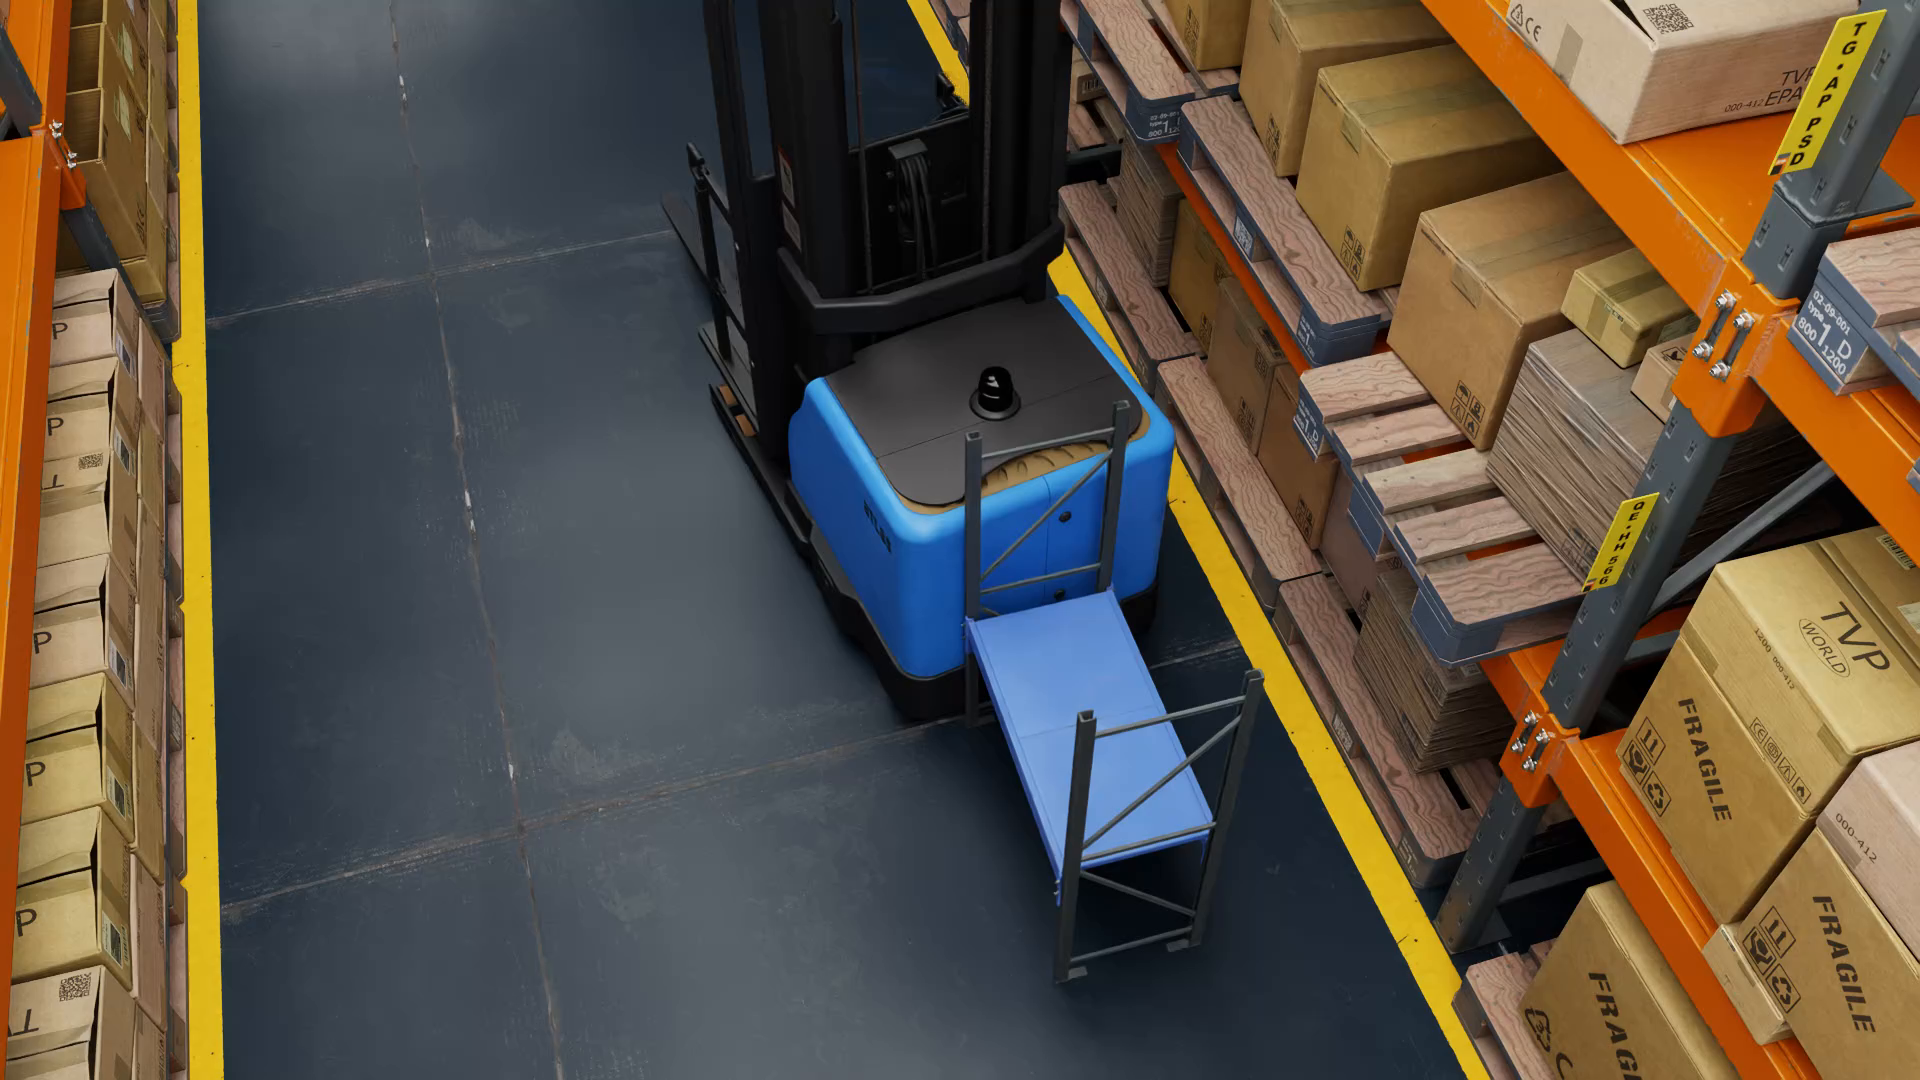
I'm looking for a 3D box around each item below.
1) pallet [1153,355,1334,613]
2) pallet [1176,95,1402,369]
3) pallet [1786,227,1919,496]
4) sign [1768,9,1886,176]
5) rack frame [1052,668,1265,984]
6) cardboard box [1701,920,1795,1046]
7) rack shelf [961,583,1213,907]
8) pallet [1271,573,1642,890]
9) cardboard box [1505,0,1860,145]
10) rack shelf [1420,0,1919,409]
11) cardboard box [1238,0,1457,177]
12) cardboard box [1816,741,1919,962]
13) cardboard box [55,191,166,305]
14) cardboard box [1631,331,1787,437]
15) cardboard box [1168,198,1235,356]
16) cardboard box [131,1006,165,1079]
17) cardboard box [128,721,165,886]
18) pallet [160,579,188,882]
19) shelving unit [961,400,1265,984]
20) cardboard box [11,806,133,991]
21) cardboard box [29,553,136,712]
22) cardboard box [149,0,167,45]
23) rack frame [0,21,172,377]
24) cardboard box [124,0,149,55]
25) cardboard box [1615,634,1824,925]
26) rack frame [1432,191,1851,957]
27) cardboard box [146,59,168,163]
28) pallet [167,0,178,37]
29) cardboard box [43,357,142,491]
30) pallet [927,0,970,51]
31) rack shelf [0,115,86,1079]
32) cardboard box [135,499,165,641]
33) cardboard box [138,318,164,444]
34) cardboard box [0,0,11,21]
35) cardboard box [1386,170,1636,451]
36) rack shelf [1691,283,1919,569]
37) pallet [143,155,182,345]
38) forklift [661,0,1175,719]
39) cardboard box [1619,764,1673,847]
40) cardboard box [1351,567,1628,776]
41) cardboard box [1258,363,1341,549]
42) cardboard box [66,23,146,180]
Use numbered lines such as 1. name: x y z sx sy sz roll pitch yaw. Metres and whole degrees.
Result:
1. pallet: 1.464 -0.335 6.684 1.003 0.211 1.213 -13 51 -11
2. pallet: 1.426 -1.148 5.671 1.003 0.211 1.213 -13 51 -11
3. pallet: 2.292 -0.221 2.926 1.213 0.211 1.003 -11 51 -9
4. sign: 1.532 -0.785 2.940 0.100 0.325 0.005 -13 51 -11
5. rack frame: 0.542 0.878 4.818 0.500 1.500 0.032 -12 51 -10
6. cardboard box: 1.991 0.994 3.891 0.380 0.149 0.250 -12 51 -10
7. rack shelf: 0.400 0.621 5.271 0.538 0.185 1.000 -12 51 -10
8. pallet: 1.821 0.555 5.934 1.003 0.211 1.213 -13 51 -11
9. cardboard box: 1.580 -1.182 3.658 0.500 0.311 0.500 -13 51 -11
10. rack shelf: 1.459 -1.969 4.746 1.077 0.370 4.000 -13 51 -11
11. cardboard box: 1.369 -1.606 5.578 0.700 0.500 0.500 -7 50 -6
12. cardboard box: 2.098 0.633 3.281 0.500 0.250 0.500 -14 51 -11
13. cardboard box: -3.711 -1.228 7.137 0.500 0.250 0.500 -13 51 -11
14. cardboard box: 1.920 -0.401 4.139 0.380 0.149 0.250 -19 53 -16
15. cardboard box: 1.302 -1.131 6.878 0.700 0.500 0.500 -14 51 -12
16. cardboard box: -2.555 1.652 4.709 0.500 0.250 0.500 -13 51 -11
17. cardboard box: -2.864 0.906 5.337 0.500 0.250 0.500 -15 51 -12
18. pallet: -3.244 0.749 5.770 1.003 0.211 1.213 -13 51 -11
19. shelving unit: 0.400 0.505 5.133 0.538 1.500 1.048 -12 51 -10
20. cardboard box: -2.718 1.089 4.817 0.500 0.311 0.500 -14 51 -12
21. cardboard box: -3.019 0.341 5.447 0.500 0.311 0.500 -14 51 -11
22. cardboard box: -4.297 -2.690 8.369 0.500 0.250 0.500 -13 51 -11
23. rack frame: -3.863 -1.572 5.903 1.000 3.000 0.127 -13 51 -11
24. cardboard box: -4.147 -2.567 7.775 0.500 0.500 0.500 -13 51 -11
25. cardboard box: 1.950 0.505 3.879 0.500 0.500 0.500 -12 51 -10
26. rack frame: 2.051 0.227 4.386 1.000 3.000 0.127 -13 51 -11
27. cardboard box: -3.997 -1.961 7.755 0.500 0.250 0.500 -13 51 -11
28. pallet: -4.780 -3.045 8.969 1.003 0.211 1.213 -13 51 -11
29. cardboard box: -3.310 -0.392 6.065 0.500 0.311 0.500 -12 51 -10
30. pallet: 0.271 -3.171 9.075 1.003 0.211 1.213 -13 51 -11
31. rack shelf: -3.272 0.121 4.946 1.077 0.370 4.000 -13 51 -11
32. cardboard box: -3.164 0.160 5.967 0.500 0.250 0.500 -12 51 -10
33. cardboard box: -3.464 -0.584 6.593 0.500 0.250 0.500 -14 51 -11
34. cardboard box: -4.163 -2.310 6.460 0.700 0.500 0.500 -14 51 -11
35. cardboard box: 1.711 -0.690 4.806 0.700 0.500 0.500 -18 52 -14
36. rack shelf: 2.642 0.953 2.283 1.077 0.370 4.000 -13 51 -11
37. pallet: -4.059 -1.263 7.467 1.003 0.211 1.213 -13 51 -11
38. forklift: -0.383 -1.447 5.842 1.130 2.935 3.031 -21 53 -17
39. cardboard box: 1.927 0.594 4.228 0.380 0.149 0.250 -14 51 -12
40. cardboard box: 1.788 0.377 5.607 0.700 0.500 0.500 -13 51 -10
41. cardboard box: 1.573 -0.382 6.247 0.700 0.500 0.500 -14 51 -11
42. cardboard box: -3.857 -1.835 7.158 0.500 0.500 0.500 -13 51 -11
